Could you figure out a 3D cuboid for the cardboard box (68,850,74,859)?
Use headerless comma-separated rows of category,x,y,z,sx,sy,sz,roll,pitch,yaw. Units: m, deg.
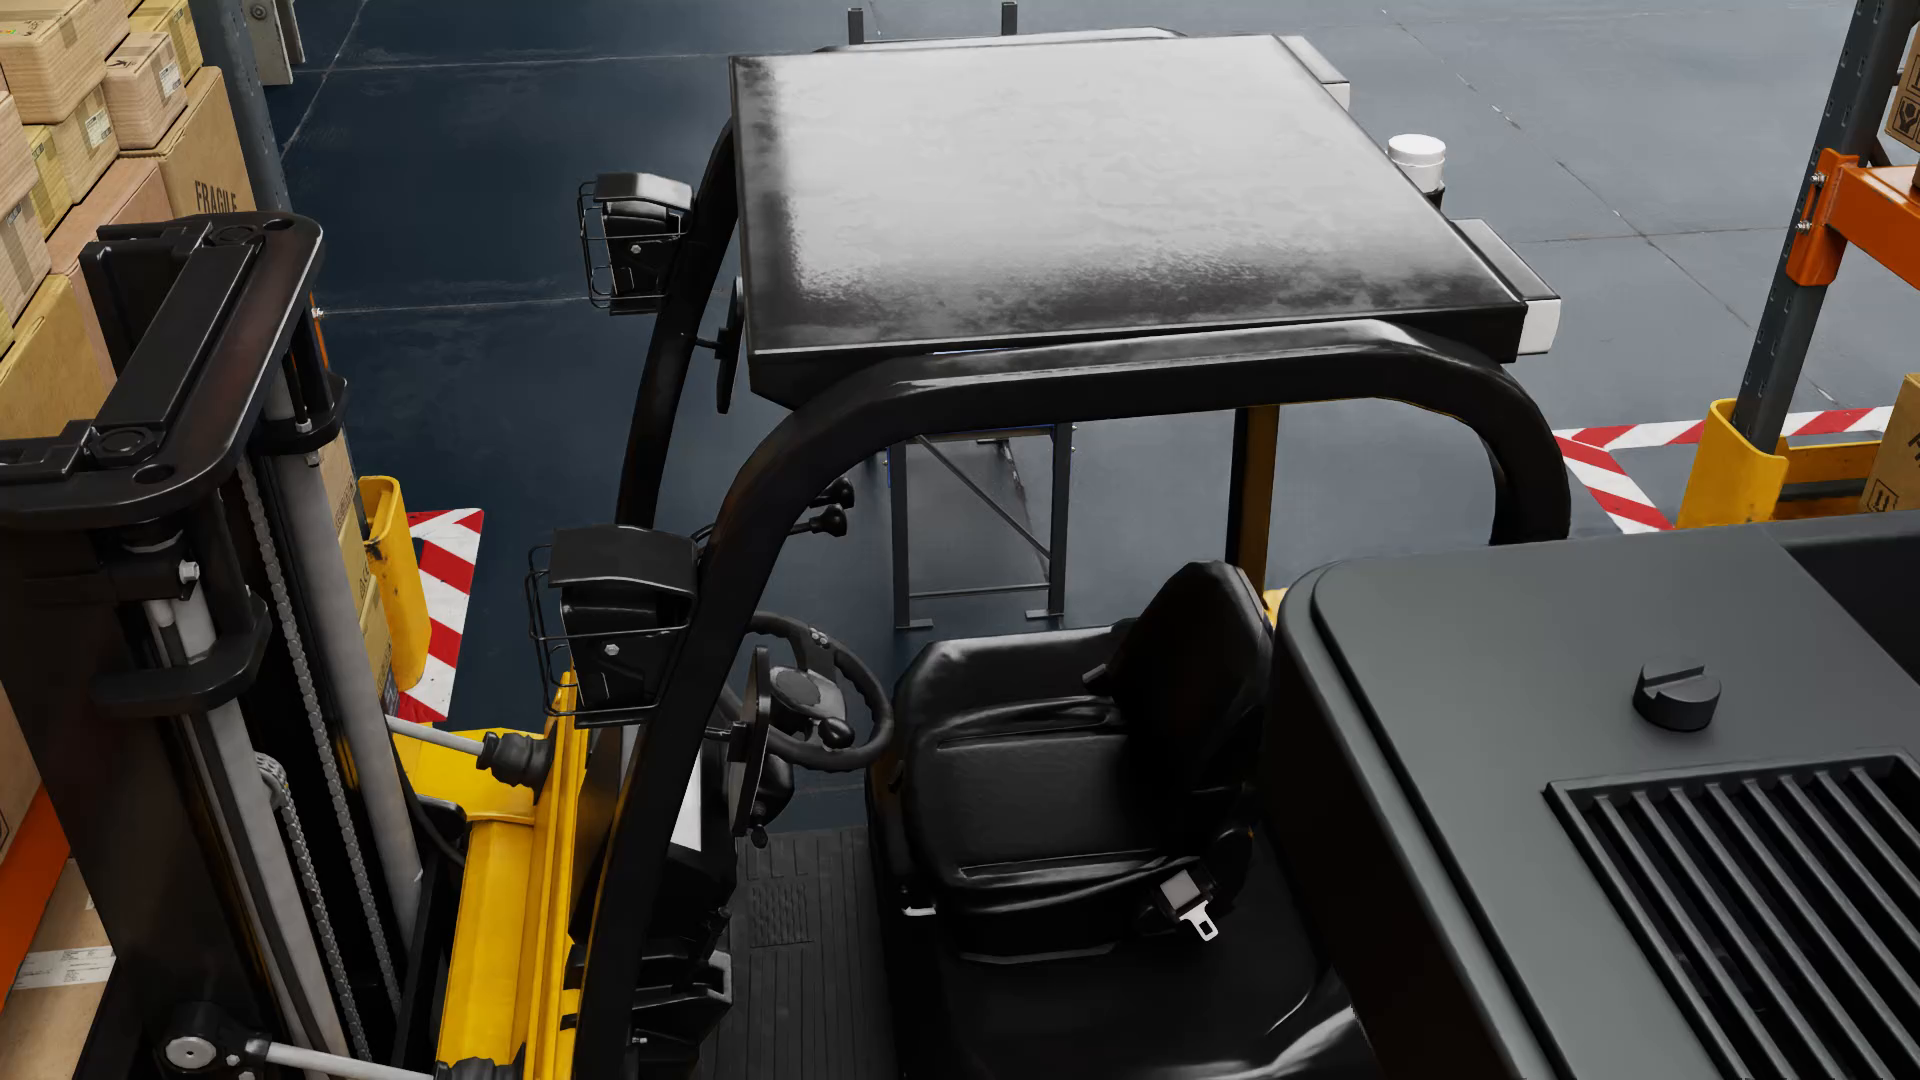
cardboard box,-1.583,0.492,3.045,0.500,0.250,0.500,-4,34,-6

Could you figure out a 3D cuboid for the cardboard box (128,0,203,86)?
cardboard box,-1.782,-0.993,3.379,0.380,0.149,0.250,-4,34,-6

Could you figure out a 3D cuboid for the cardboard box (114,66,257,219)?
cardboard box,-1.780,-0.643,3.440,0.500,0.500,0.500,-5,35,-7

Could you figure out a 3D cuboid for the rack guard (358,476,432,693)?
rack guard,-2.109,0.164,4.566,1.175,0.500,0.348,-4,35,-6

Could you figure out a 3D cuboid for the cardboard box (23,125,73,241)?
cardboard box,-1.722,-0.564,2.749,0.380,0.149,0.250,-5,35,-7

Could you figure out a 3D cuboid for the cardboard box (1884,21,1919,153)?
cardboard box,2.601,-1.113,3.866,0.500,0.500,0.500,-5,35,-7

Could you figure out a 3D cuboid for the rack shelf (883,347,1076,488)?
rack shelf,-0.011,-0.519,4.999,0.538,0.185,1.000,-4,35,-6

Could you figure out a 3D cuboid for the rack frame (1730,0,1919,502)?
rack frame,2.812,-1.234,4.397,1.000,3.000,0.127,-4,35,-6

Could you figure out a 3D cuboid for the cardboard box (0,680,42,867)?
cardboard box,-1.571,0.213,2.185,0.500,0.500,0.500,-4,34,-6

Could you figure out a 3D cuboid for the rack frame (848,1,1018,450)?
rack frame,-0.080,-0.951,5.314,0.500,1.500,0.032,-4,35,-6

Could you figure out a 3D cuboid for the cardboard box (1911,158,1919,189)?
cardboard box,2.653,-0.925,4.167,0.380,0.149,0.250,-4,35,-6

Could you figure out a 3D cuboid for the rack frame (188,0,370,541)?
rack frame,-2.106,-0.856,3.842,1.000,3.000,0.127,-4,35,-6

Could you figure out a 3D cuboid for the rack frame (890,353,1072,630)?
rack frame,0.057,-0.384,4.481,0.500,1.500,0.032,-4,35,-6

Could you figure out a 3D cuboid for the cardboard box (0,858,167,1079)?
cardboard box,-1.522,0.776,2.629,0.500,0.250,0.500,-5,35,-7

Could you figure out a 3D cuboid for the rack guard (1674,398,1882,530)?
rack guard,2.822,-0.159,5.039,1.175,0.500,0.348,-4,35,-6

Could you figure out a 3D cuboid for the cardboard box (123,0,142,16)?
cardboard box,-1.849,-1.104,3.278,0.380,0.149,0.250,-4,35,-6

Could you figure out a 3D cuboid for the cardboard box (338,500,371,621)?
cardboard box,-1.731,0.148,3.994,0.500,0.250,0.500,-5,35,-7

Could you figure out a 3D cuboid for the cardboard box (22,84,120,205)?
cardboard box,-1.744,-0.703,2.954,0.380,0.149,0.250,-4,34,-5

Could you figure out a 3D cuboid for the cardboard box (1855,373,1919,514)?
cardboard box,2.650,-0.097,4.131,0.500,0.500,0.500,-5,35,-8

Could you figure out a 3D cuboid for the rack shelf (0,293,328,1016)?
rack shelf,-1.837,0.557,2.407,1.077,0.370,4.000,-4,35,-6

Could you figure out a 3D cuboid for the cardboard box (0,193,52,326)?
cardboard box,-1.639,-0.419,2.536,0.380,0.149,0.250,-5,35,-8

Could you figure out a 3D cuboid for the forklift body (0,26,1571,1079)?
forklift body,-0.043,0.415,2.731,2.313,2.155,1.214,-4,35,-6

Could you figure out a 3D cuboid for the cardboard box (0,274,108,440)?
cardboard box,-1.650,-0.066,2.595,0.500,0.500,0.500,-5,35,-7

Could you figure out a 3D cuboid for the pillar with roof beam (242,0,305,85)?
pillar with roof beam,0.553,-6.552,6.874,9.100,9.000,0.400,-4,35,-6

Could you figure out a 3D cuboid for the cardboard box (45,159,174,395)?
cardboard box,-1.719,-0.352,3.015,0.500,0.500,0.500,-3,34,-5

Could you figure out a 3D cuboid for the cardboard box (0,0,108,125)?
cardboard box,-1.723,-0.825,2.868,0.380,0.149,0.250,-4,34,-5

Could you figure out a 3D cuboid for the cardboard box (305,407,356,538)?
cardboard box,-1.735,-0.073,3.874,0.500,0.250,0.500,-3,34,-5

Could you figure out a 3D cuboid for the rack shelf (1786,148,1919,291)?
rack shelf,3.081,0.179,2.962,1.077,0.370,4.000,-4,35,-6

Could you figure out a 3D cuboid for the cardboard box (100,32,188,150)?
cardboard box,-1.718,-0.853,3.173,0.380,0.149,0.250,-4,34,-6

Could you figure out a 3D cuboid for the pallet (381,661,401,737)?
pallet,-1.962,0.720,4.006,1.003,0.211,1.213,-4,35,-6

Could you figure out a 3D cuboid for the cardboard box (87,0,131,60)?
cardboard box,-1.785,-0.969,3.079,0.380,0.149,0.250,-4,35,-6

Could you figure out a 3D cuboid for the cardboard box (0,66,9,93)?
cardboard box,-1.763,-0.681,2.656,0.380,0.149,0.250,-4,34,-6

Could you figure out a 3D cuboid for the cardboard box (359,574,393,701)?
cardboard box,-1.730,0.345,4.149,0.500,0.250,0.500,-4,34,-6

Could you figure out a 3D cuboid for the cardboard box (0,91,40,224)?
cardboard box,-1.618,-0.544,2.455,0.380,0.149,0.250,-4,34,-5

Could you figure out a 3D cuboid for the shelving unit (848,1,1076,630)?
shelving unit,-0.011,-0.667,4.897,0.538,1.500,1.048,-4,35,-6

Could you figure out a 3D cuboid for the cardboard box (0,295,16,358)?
cardboard box,-1.585,-0.279,2.331,0.380,0.149,0.250,-4,34,-6
